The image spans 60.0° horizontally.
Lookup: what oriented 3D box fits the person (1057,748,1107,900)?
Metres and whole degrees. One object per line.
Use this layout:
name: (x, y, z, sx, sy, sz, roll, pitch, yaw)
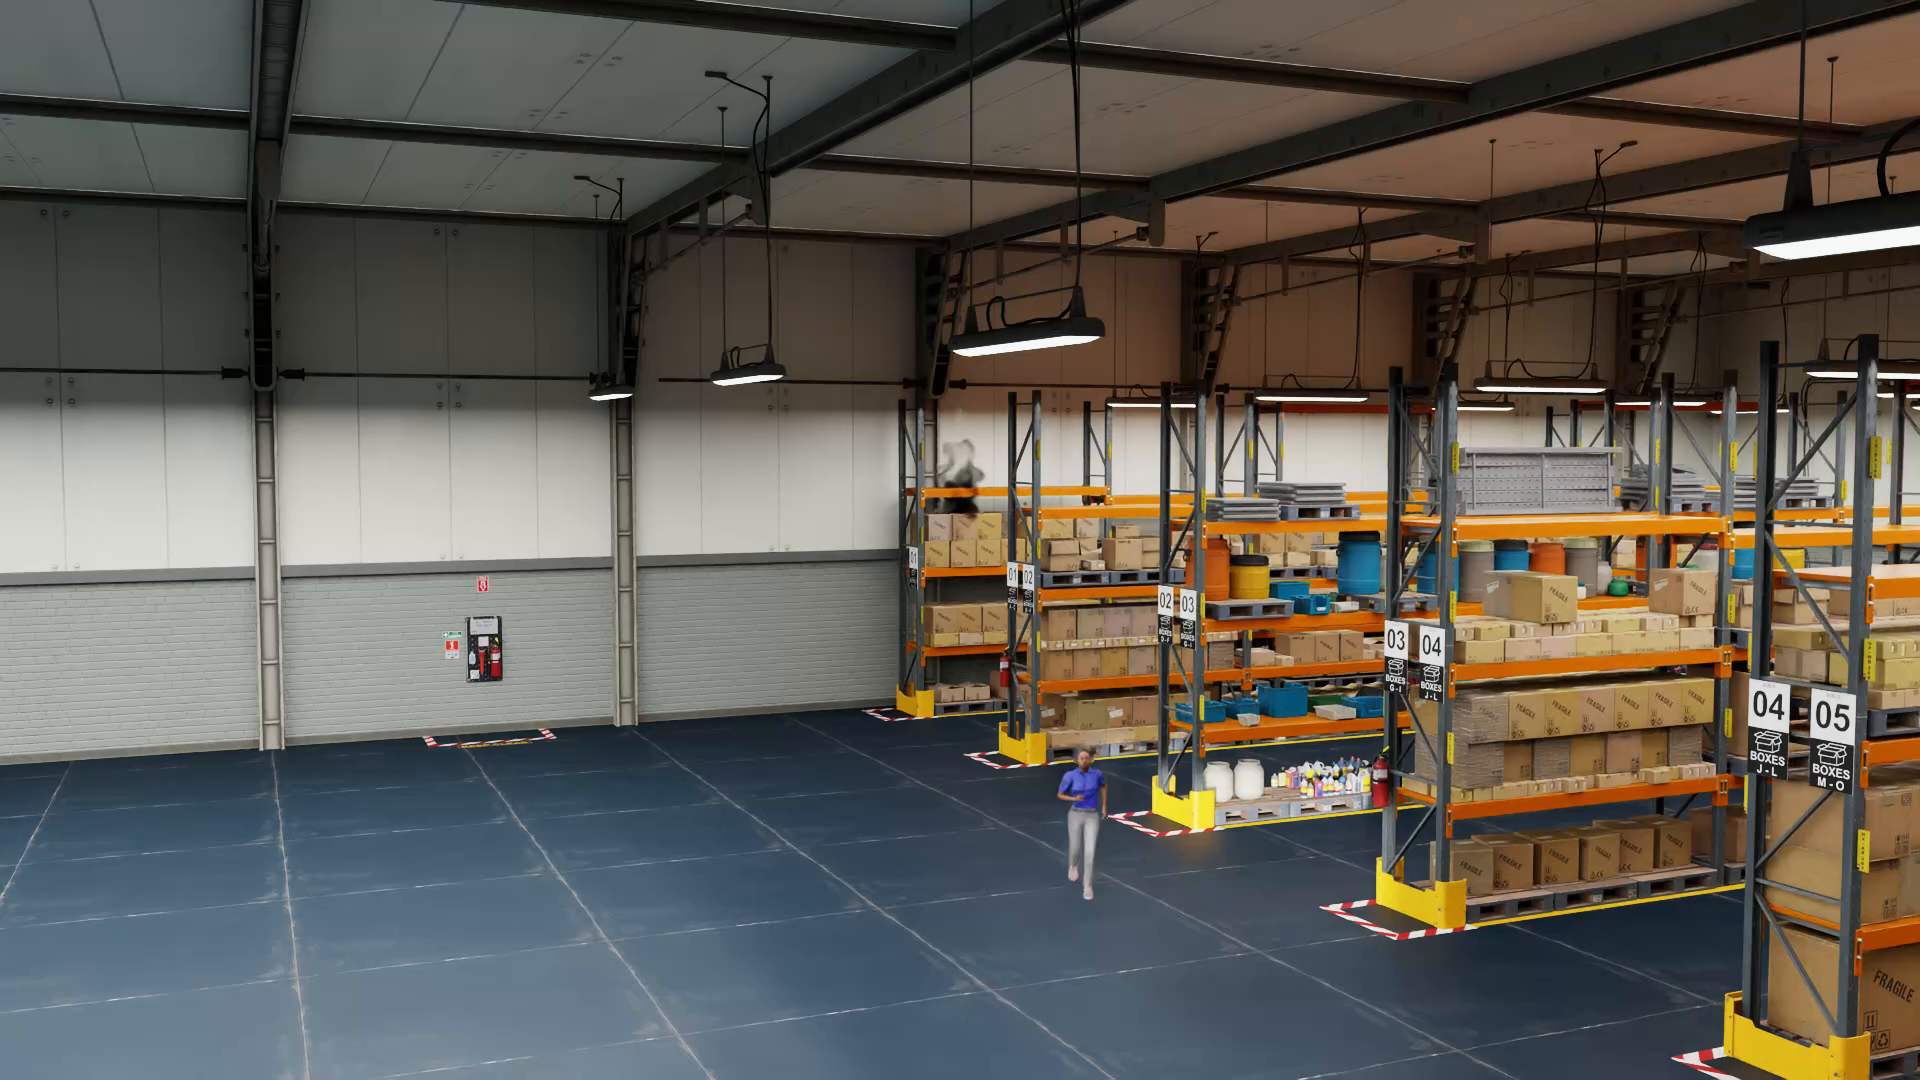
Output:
person: (1.409, 3.197, 19.064, 0.609, 1.645, 0.907, 0, 3, -4)
